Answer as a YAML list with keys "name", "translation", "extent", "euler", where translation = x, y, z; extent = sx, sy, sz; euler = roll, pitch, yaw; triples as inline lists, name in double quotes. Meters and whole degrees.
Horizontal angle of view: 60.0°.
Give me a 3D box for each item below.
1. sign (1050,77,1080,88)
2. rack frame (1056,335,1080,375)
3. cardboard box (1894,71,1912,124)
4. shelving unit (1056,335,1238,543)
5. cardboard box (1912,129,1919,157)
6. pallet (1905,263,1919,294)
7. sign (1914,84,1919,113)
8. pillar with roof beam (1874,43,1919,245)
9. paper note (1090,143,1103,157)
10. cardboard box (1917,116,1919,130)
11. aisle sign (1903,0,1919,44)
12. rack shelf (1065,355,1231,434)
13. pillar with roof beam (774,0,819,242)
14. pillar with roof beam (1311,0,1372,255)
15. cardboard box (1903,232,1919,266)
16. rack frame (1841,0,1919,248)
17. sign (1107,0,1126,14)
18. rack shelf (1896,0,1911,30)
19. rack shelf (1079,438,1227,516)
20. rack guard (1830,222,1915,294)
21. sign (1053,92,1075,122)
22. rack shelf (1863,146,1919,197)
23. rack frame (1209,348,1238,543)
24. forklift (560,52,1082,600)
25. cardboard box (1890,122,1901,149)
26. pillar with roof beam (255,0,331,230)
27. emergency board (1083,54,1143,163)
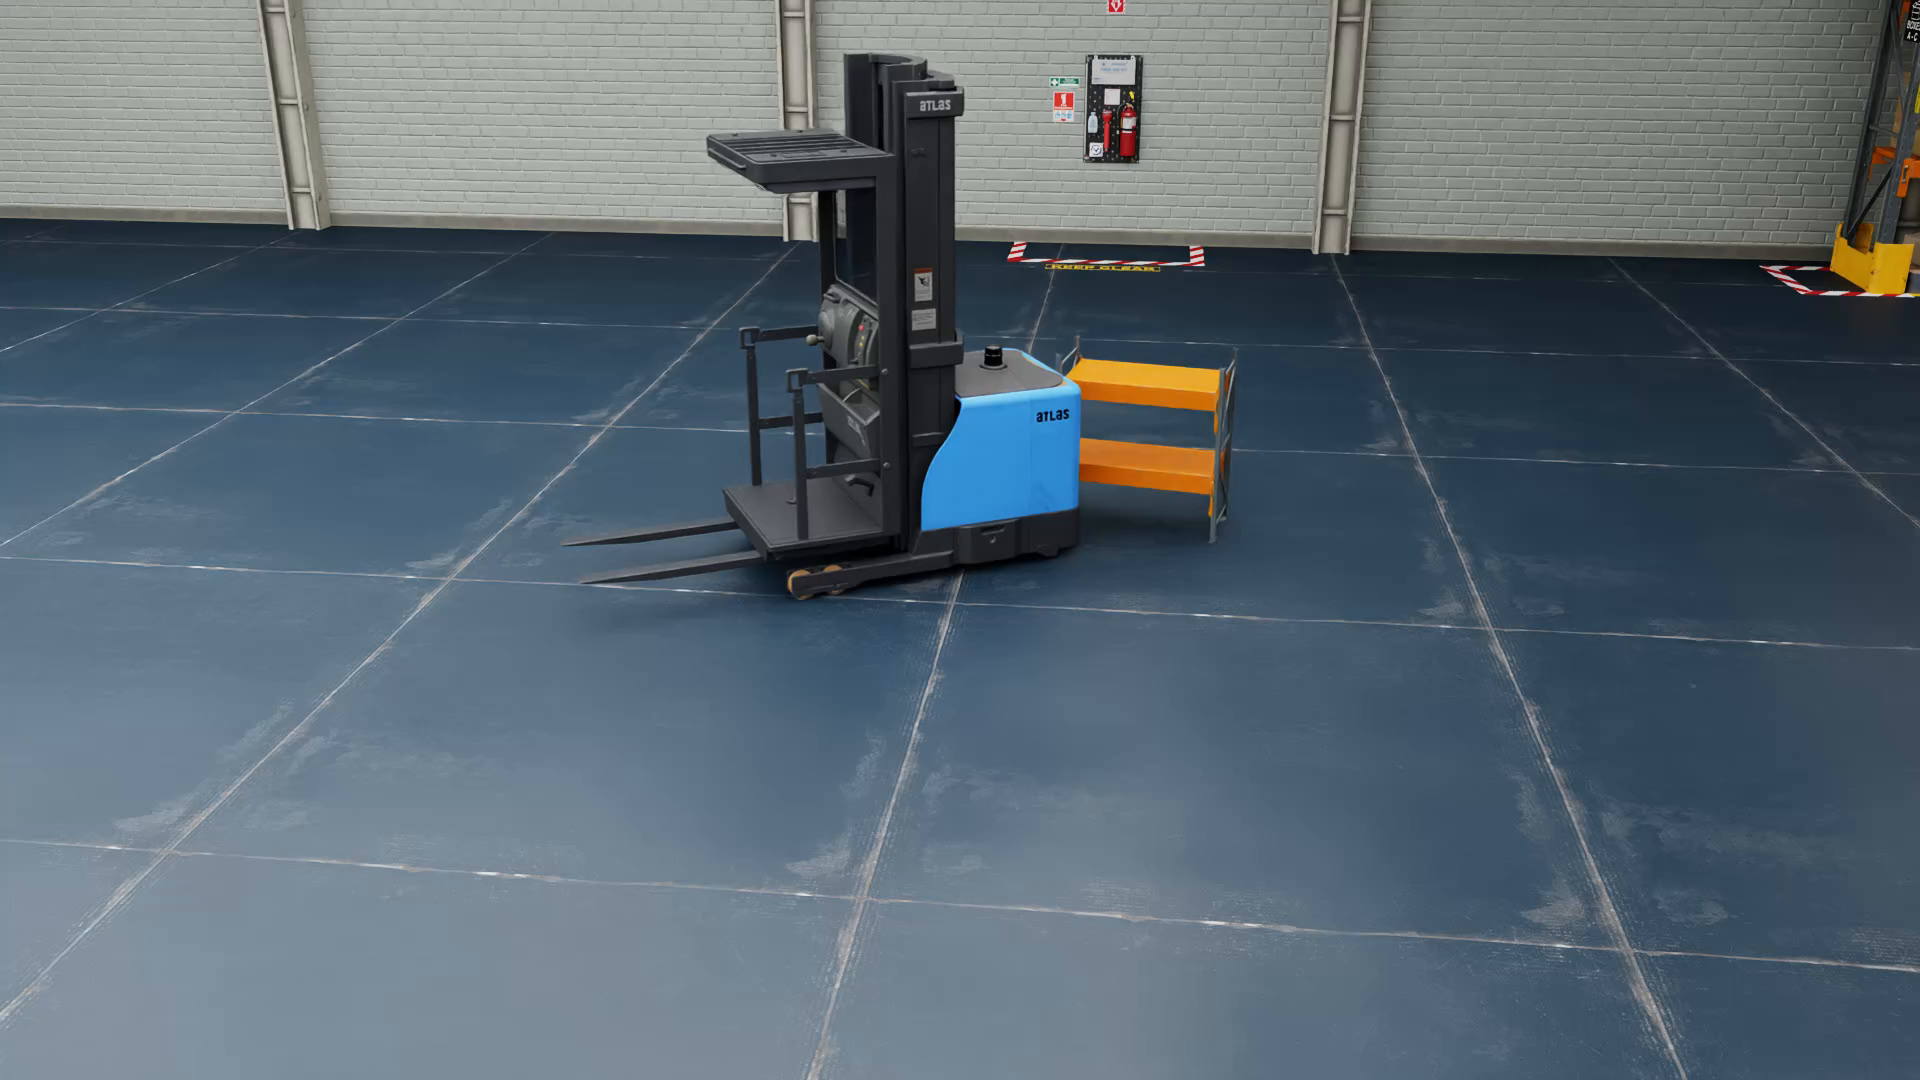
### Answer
- name: "sign"
  translation: [1.157, -5.064, 18.400]
  extent: [0.331, 0.109, 0.001]
  euler: [2, 22, 6]
- name: "rack frame"
  translation: [0.684, -0.706, 10.696]
  extent: [0.032, 1.125, 0.500]
  euler: [7, 23, 17]
- name: "cardboard box"
  translation: [9.795, -4.422, 16.703]
  extent: [0.500, 0.500, 0.500]
  euler: [2, 22, 6]
- name: "shelving unit"
  translation: [1.167, -0.649, 10.551]
  extent: [1.048, 1.125, 0.538]
  euler: [7, 23, 17]
- name: "cardboard box"
  translation: [9.749, -3.879, 16.349]
  extent: [0.500, 0.250, 0.500]
  euler: [2, 22, 5]
- name: "pallet"
  translation: [10.180, -2.729, 17.055]
  extent: [1.213, 0.211, 1.003]
  euler: [2, 22, 6]
- name: "sign"
  translation: [9.238, -4.281, 16.012]
  extent: [0.005, 0.325, 0.100]
  euler: [2, 22, 6]
- name: "pillar with roof beam"
  translation: [9.592, -5.581, 12.316]
  extent: [0.400, 9.000, 9.100]
  euler: [2, 22, 6]
- name: "paper note"
  translation: [1.523, -4.366, 18.602]
  extent: [0.142, 0.148, 0.016]
  euler: [2, 22, 6]
- name: "cardboard box"
  translation: [9.741, -4.235, 16.228]
  extent: [0.500, 0.500, 0.500]
  euler: [3, 22, 6]
- name: "aisle sign"
  translation: [9.195, -5.179, 15.925]
  extent: [0.004, 0.787, 0.394]
  euler: [2, 22, 6]
- name: "rack shelf"
  translation: [1.167, -0.921, 10.443]
  extent: [1.000, 0.278, 0.538]
  euler: [7, 23, 17]
- name: "pillar with roof beam"
  translation: [-2.324, -6.100, 13.629]
  extent: [0.400, 9.000, 9.100]
  euler: [2, 22, 6]
- name: "pillar with roof beam"
  translation: [3.634, -5.840, 12.972]
  extent: [0.400, 9.000, 9.100]
  euler: [2, 22, 6]
- name: "cardboard box"
  translation: [9.978, -2.968, 16.927]
  extent: [0.500, 0.311, 0.500]
  euler: [0, 22, 0]
- name: "rack frame"
  translation: [9.302, -4.077, 16.672]
  extent: [0.127, 3.000, 1.000]
  euler: [2, 22, 6]
- name: "sign"
  translation: [1.695, -5.858, 18.023]
  extent: [0.199, 0.298, 0.001]
  euler: [2, 22, 6]
- name: "rack shelf"
  translation: [11.288, -5.051, 16.034]
  extent: [4.000, 0.370, 1.077]
  euler: [2, 22, 6]
- name: "rack shelf"
  translation: [1.167, -0.421, 10.640]
  extent: [1.000, 0.278, 0.538]
  euler: [7, 23, 17]
- name: "rack guard"
  translation: [9.377, -2.911, 17.123]
  extent: [0.348, 0.500, 1.175]
  euler: [2, 22, 6]
- name: "sign"
  translation: [1.154, -4.821, 18.506]
  extent: [0.234, 0.329, 0.001]
  euler: [2, 22, 6]
- name: "rack shelf"
  translation: [11.288, -3.656, 16.585]
  extent: [4.000, 0.370, 1.077]
  euler: [2, 22, 6]
- name: "rack frame"
  translation: [1.651, -0.591, 10.405]
  extent: [0.032, 1.125, 0.500]
  euler: [7, 23, 17]
- name: "forklift"
  translation: [-0.833, -1.240, 9.590]
  extent: [3.031, 2.935, 1.130]
  euler: [-8, 23, -20]
- name: "cardboard box"
  translation: [9.789, -4.067, 16.824]
  extent: [0.500, 0.250, 0.500]
  euler: [3, 22, 7]
- name: "pillar with roof beam"
  translation: [-8.283, -6.359, 14.286]
  extent: [0.400, 9.000, 9.100]
  euler: [2, 22, 6]
- name: "emergency board"
  translation: [1.691, -4.743, 18.357]
  extent: [0.643, 1.169, 0.194]
  euler: [2, 22, 6]
